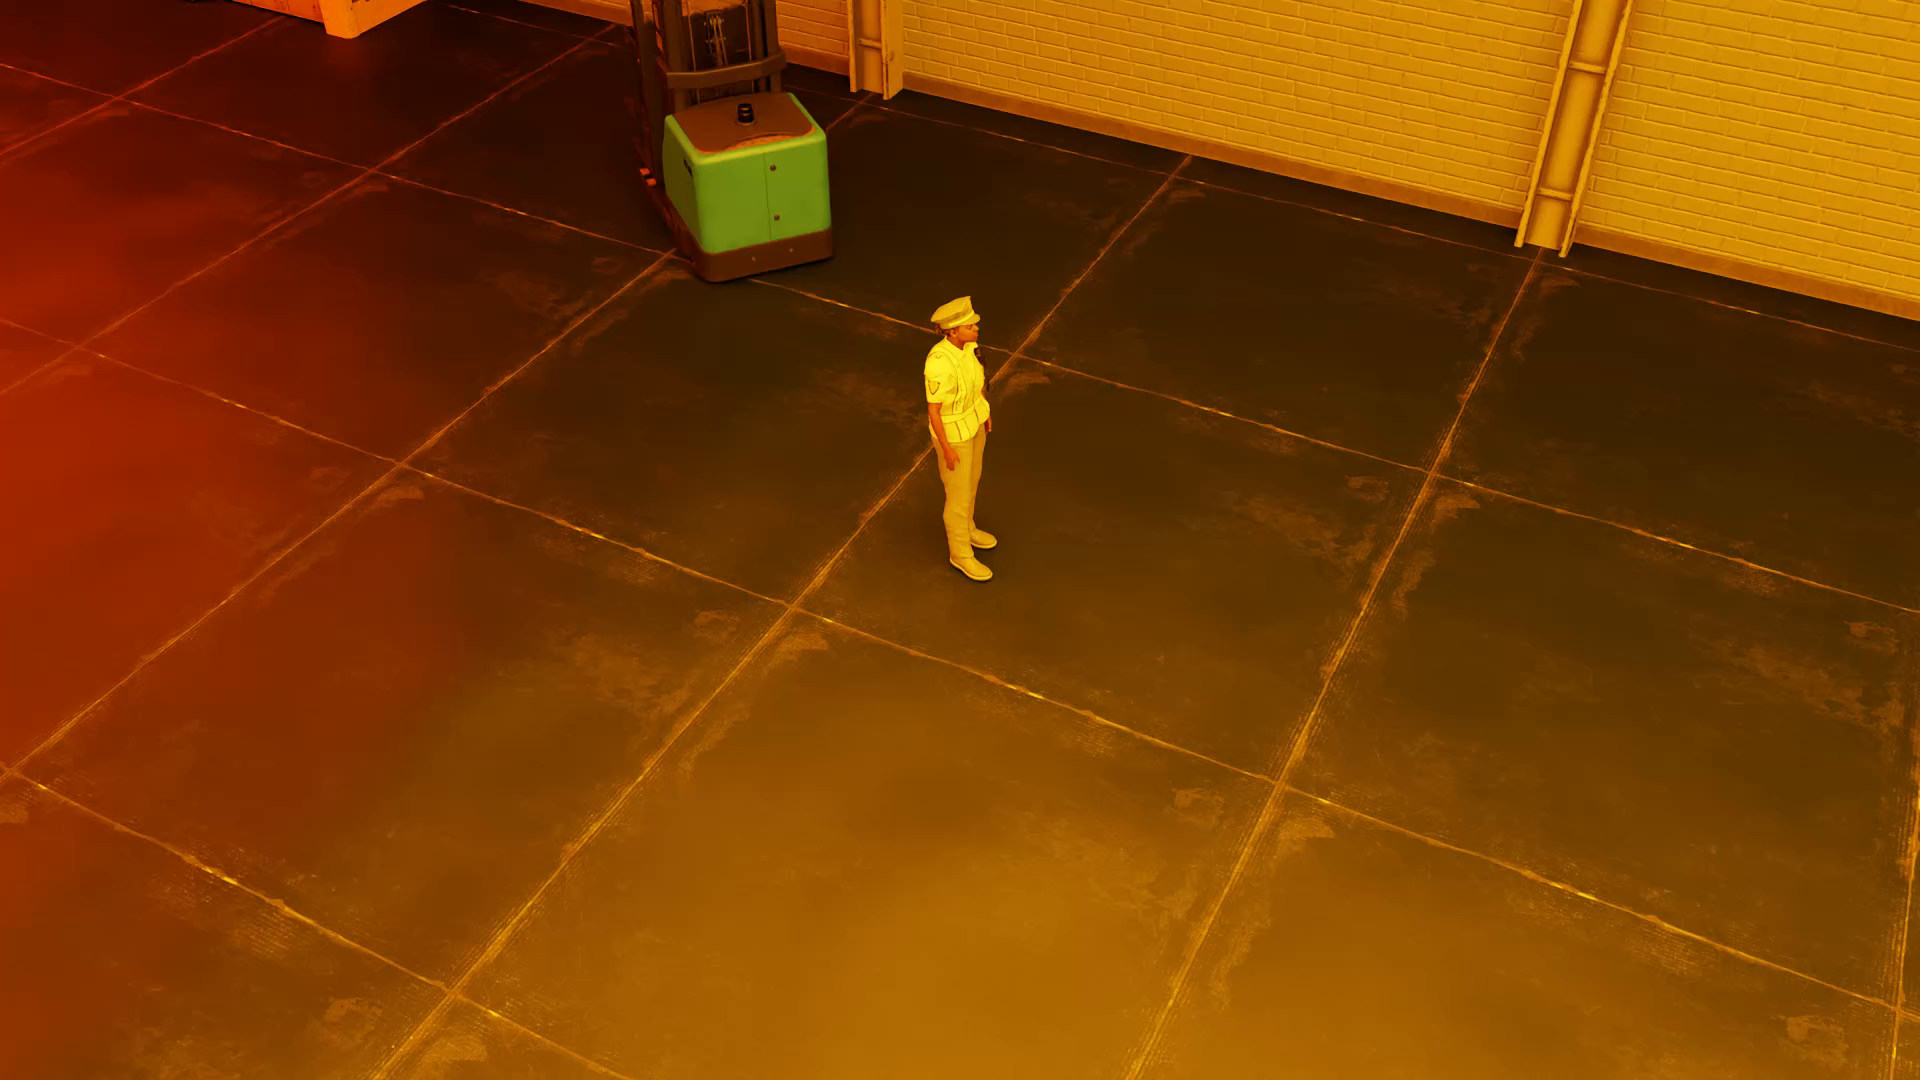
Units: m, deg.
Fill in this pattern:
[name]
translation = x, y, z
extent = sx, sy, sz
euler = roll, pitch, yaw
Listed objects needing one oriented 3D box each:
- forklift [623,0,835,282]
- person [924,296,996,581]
[forklift]
translation = -2.015, -4.002, 12.738
extent = 1.130, 2.935, 3.031
euler = -16, 43, -18
[person]
translation = 0.058, -0.620, 9.671
extent = 0.528, 1.697, 0.570
euler = 18, 43, 21
